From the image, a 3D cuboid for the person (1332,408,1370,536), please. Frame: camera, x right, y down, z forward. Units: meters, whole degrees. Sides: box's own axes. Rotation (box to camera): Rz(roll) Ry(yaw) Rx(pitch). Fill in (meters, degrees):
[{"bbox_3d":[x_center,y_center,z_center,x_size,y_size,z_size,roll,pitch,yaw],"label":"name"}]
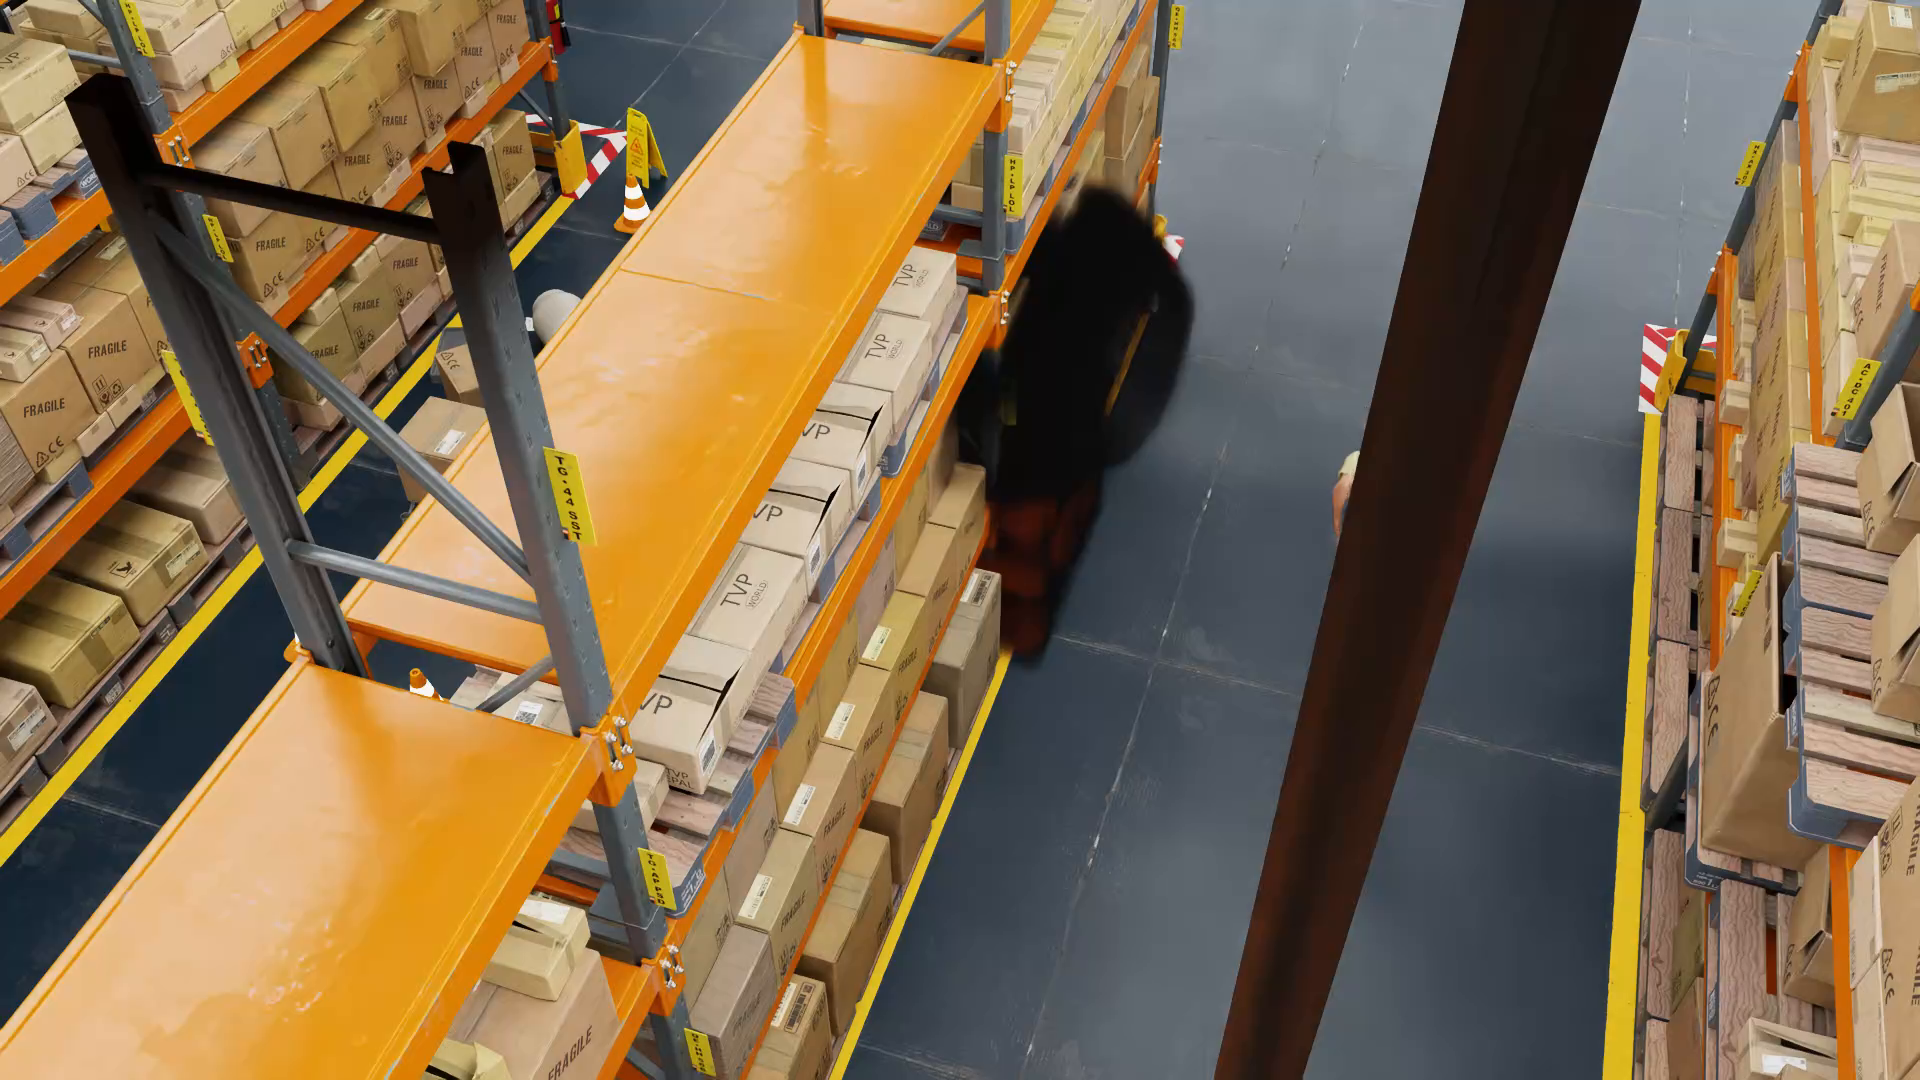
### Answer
[{"bbox_3d":[2.369,0.108,9.583,0.612,1.681,0.905,-2,46,-2],"label":"person"}]
